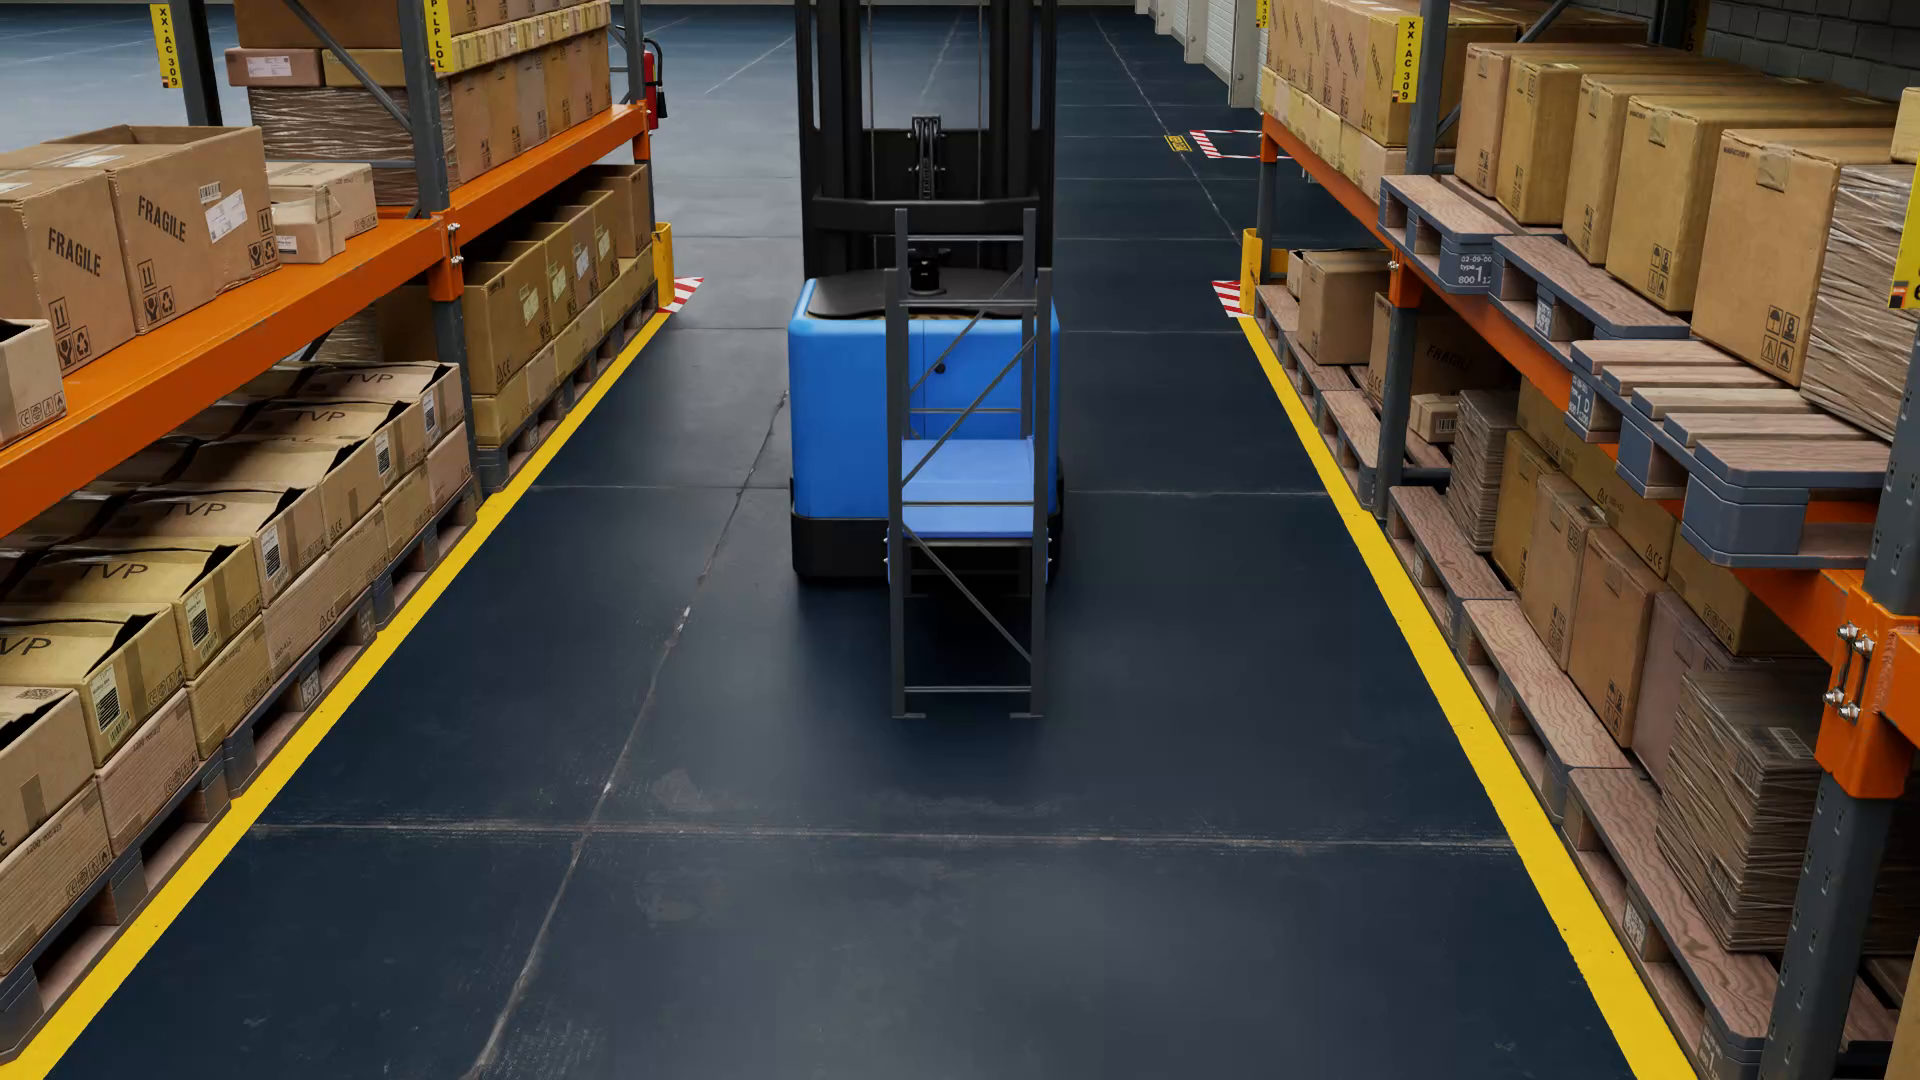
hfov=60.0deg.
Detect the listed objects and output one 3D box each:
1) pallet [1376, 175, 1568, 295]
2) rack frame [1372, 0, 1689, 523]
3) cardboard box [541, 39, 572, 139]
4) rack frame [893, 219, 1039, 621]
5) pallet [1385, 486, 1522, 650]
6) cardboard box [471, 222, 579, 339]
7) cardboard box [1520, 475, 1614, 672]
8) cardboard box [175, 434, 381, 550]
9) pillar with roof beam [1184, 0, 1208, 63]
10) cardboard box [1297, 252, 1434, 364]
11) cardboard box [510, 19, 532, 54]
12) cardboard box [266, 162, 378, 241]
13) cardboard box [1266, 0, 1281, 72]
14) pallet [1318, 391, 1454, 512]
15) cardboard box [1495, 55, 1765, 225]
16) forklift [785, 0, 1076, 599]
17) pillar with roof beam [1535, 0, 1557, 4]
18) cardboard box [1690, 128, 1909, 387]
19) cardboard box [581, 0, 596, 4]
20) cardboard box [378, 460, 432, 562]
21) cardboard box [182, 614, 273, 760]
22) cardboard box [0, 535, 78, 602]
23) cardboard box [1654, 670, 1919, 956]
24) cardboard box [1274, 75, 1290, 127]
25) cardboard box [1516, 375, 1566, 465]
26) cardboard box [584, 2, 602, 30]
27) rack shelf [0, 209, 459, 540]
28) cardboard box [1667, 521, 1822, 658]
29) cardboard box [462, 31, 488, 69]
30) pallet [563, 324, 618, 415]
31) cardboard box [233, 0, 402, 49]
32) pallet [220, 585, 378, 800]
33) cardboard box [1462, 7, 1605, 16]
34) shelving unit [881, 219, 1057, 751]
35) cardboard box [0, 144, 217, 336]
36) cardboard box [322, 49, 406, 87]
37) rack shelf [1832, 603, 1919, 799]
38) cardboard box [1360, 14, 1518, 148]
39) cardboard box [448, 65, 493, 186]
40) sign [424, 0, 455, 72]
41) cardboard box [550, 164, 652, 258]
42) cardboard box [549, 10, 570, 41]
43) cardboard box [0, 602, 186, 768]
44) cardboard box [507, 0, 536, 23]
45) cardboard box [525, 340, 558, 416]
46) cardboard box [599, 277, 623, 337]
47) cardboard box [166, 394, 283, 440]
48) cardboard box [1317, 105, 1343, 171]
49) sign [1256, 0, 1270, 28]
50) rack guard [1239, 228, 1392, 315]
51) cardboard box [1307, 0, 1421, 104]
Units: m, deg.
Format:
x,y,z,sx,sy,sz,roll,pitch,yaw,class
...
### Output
x,y,z,sx,sy,sz,roll,pitch,yaw,class
2.147,-1.127,6.053,1.003,0.211,1.213,1,21,2,pallet
2.316,-1.492,6.726,1.000,3.000,0.127,1,21,2,rack frame
-2.573,-2.500,9.186,0.700,0.500,0.500,1,21,2,cardboard box
0.020,-0.402,5.991,0.500,1.500,0.032,0,21,0,rack frame
2.294,0.090,6.505,1.003,0.211,1.213,1,21,2,pallet
-2.278,-1.334,8.504,0.500,0.500,0.500,1,21,2,cardboard box
2.289,0.106,5.455,0.700,0.500,0.500,1,21,2,cardboard box
-2.388,-0.202,5.848,0.500,0.311,0.500,1,21,1,cardboard box
-0.475,-12.028,25.587,9.100,9.000,0.400,1,21,2,pillar with roof beam
2.237,-1.258,8.971,0.700,0.500,0.500,-1,21,-2,cardboard box
-2.390,-2.549,8.416,0.380,0.149,0.250,0,21,1,cardboard box
-2.607,-1.296,6.430,0.500,0.250,0.500,2,21,5,cardboard box
2.123,-3.058,9.905,0.500,0.500,0.500,1,21,2,cardboard box
2.301,-0.435,7.858,1.003,0.211,1.213,1,21,2,pallet
2.242,-1.358,5.635,0.700,0.500,0.500,3,21,7,cardboard box
-0.179,-1.633,7.186,1.130,2.935,3.031,-1,21,-4,forklift
-1.022,-5.519,8.814,9.100,9.000,0.400,1,21,2,pillar with roof beam
2.188,-0.669,3.861,0.700,0.500,0.500,-1,21,-3,cardboard box
-2.543,-3.455,9.854,0.700,0.500,0.500,1,21,2,cardboard box
-2.376,-0.123,6.419,0.500,0.250,0.500,0,21,1,cardboard box
-2.424,0.432,4.990,0.500,0.250,0.500,0,21,0,cardboard box
-2.960,0.164,4.906,0.500,0.311,0.500,0,21,1,cardboard box
2.164,0.654,4.044,0.700,0.500,0.500,1,21,2,cardboard box
2.104,-2.516,9.547,0.500,0.250,0.500,0,21,0,cardboard box
2.300,-0.455,5.866,0.500,0.250,0.500,0,21,0,cardboard box
-2.342,-3.105,9.850,0.380,0.149,0.250,1,21,3,cardboard box
-2.696,-0.486,5.130,1.077,0.370,4.000,1,21,2,rack shelf
2.244,0.099,4.438,0.500,0.250,0.500,1,21,3,cardboard box
-2.414,-2.268,7.692,0.380,0.149,0.250,0,21,1,cardboard box
-2.535,-0.974,9.247,1.003,0.211,1.213,1,21,2,pallet
-2.628,-2.357,7.024,0.700,0.500,0.500,1,21,2,cardboard box
-2.653,0.464,5.540,1.003,0.211,1.213,1,21,2,pallet
2.558,-2.135,7.528,0.500,0.500,0.500,1,21,1,cardboard box
0.023,-0.218,5.517,0.538,1.500,1.048,0,21,0,shelving unit
-2.707,-0.942,5.172,0.500,0.500,0.500,1,21,2,cardboard box
-2.434,-1.989,6.973,0.380,0.149,0.250,1,21,2,cardboard box
2.133,1.013,1.265,1.077,0.370,4.000,1,21,2,rack shelf
2.021,-1.955,7.064,0.500,0.500,0.500,1,21,1,cardboard box
-2.619,-1.943,7.751,0.700,0.500,0.500,0,21,1,cardboard box
-2.093,-2.045,6.662,0.100,0.325,0.005,1,21,2,sign
-2.233,-2.057,10.368,0.500,0.500,0.500,1,21,2,cardboard box
-2.367,-2.827,9.133,0.380,0.149,0.250,1,21,3,cardboard box
-2.440,0.350,4.425,0.500,0.311,0.500,0,21,0,cardboard box
-2.583,-2.901,8.427,0.700,0.500,0.500,1,21,2,cardboard box
-2.298,-0.804,8.174,0.500,0.250,0.500,1,21,2,cardboard box
-2.252,-1.346,9.572,0.500,0.250,0.500,1,21,2,cardboard box
-2.918,-0.392,6.339,0.500,0.311,0.500,0,21,1,cardboard box
2.051,-1.968,8.133,0.500,0.250,0.500,1,21,1,cardboard box
1.895,-3.347,10.312,0.100,0.325,0.005,1,21,2,sign
2.435,-1.745,10.835,1.175,0.500,0.348,1,21,2,rack guard
2.072,-2.505,8.482,0.500,0.500,0.500,1,21,3,cardboard box
